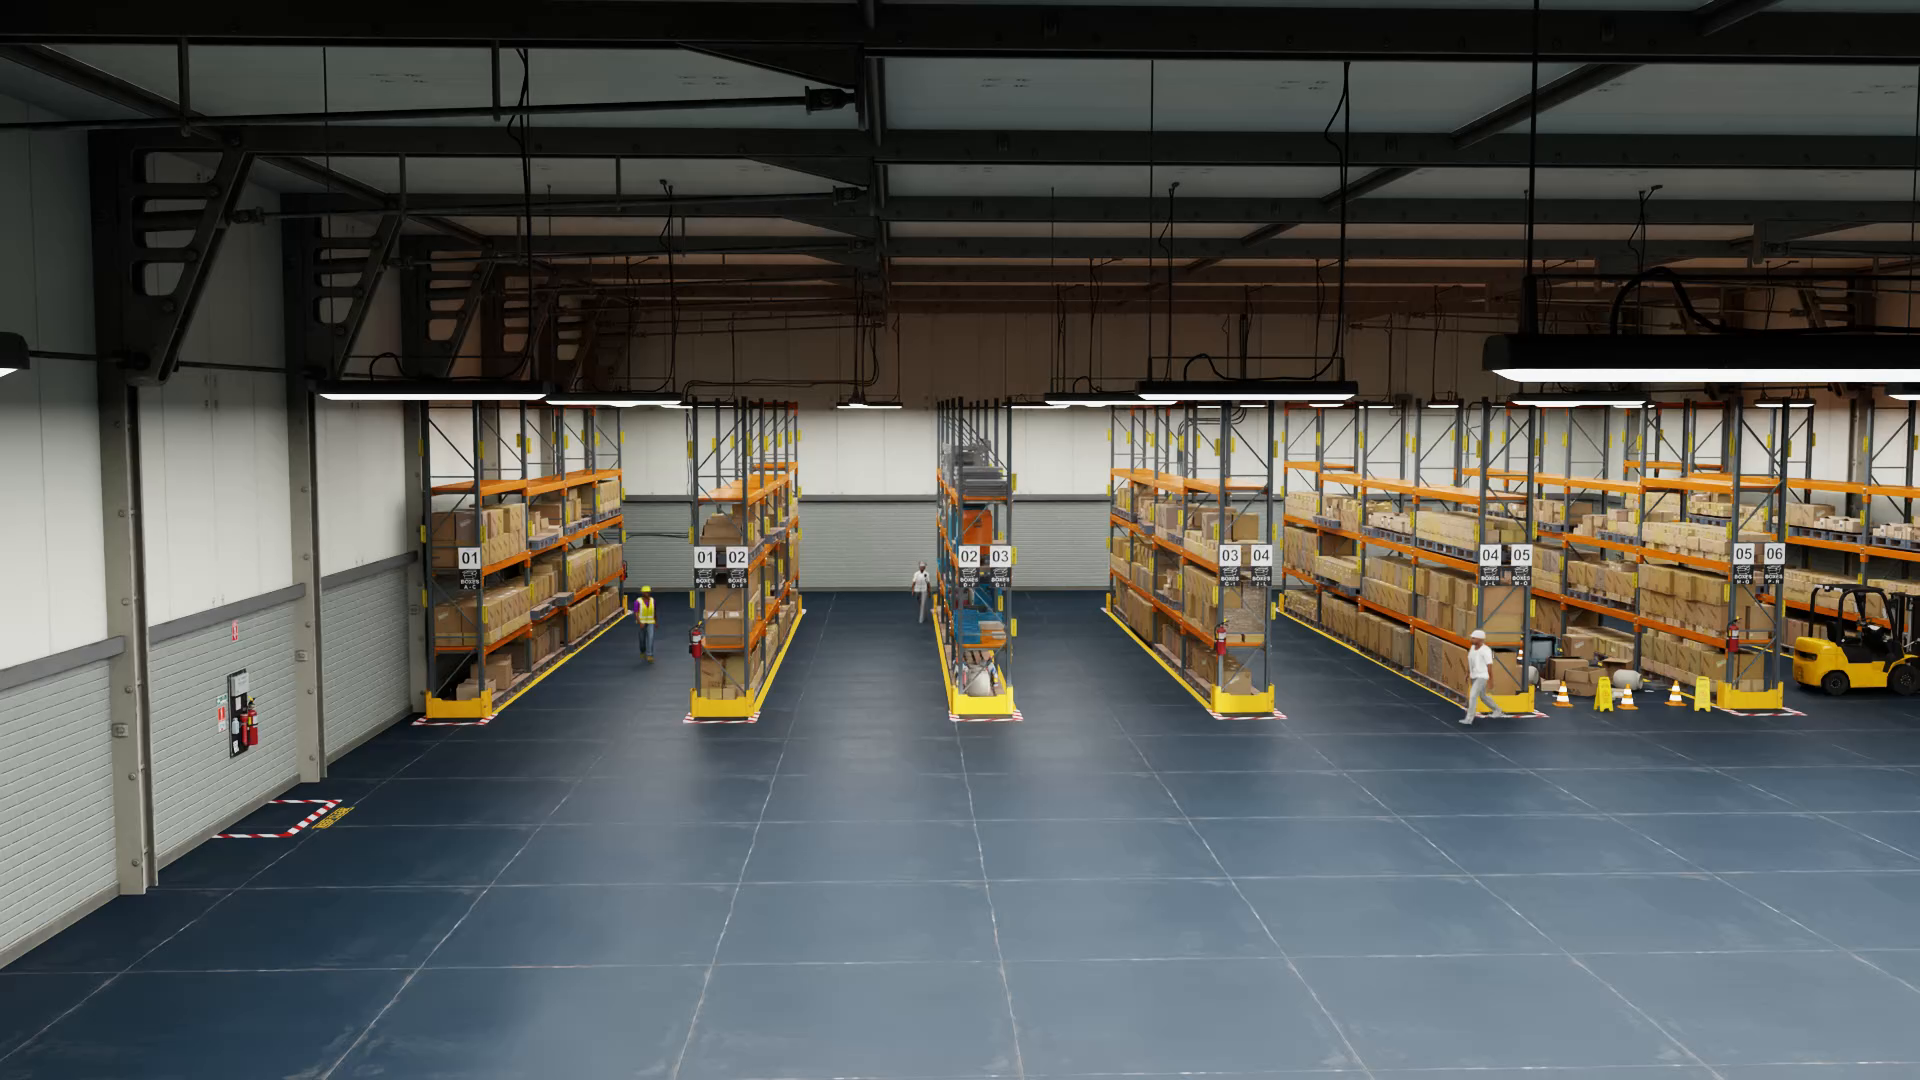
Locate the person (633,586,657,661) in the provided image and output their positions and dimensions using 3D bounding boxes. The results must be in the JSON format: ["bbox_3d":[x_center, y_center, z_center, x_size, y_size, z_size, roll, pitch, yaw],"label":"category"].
[{"bbox_3d":[-7.194,1.908,38.134,0.566,1.702,1.023,-1,5,-18],"label":"person"}]

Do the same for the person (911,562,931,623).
[{"bbox_3d":[-1.072,1.398,45.096,0.464,1.633,0.999,1,5,14],"label":"person"}]

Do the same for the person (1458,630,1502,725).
[{"bbox_3d":[9.550,2.503,30.499,1.026,1.728,0.625,-1,5,-19],"label":"person"}]

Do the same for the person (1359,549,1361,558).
[{"bbox_3d":[11.911,1.082,49.476,1.004,1.628,0.441,-1,5,-18],"label":"person"}]
